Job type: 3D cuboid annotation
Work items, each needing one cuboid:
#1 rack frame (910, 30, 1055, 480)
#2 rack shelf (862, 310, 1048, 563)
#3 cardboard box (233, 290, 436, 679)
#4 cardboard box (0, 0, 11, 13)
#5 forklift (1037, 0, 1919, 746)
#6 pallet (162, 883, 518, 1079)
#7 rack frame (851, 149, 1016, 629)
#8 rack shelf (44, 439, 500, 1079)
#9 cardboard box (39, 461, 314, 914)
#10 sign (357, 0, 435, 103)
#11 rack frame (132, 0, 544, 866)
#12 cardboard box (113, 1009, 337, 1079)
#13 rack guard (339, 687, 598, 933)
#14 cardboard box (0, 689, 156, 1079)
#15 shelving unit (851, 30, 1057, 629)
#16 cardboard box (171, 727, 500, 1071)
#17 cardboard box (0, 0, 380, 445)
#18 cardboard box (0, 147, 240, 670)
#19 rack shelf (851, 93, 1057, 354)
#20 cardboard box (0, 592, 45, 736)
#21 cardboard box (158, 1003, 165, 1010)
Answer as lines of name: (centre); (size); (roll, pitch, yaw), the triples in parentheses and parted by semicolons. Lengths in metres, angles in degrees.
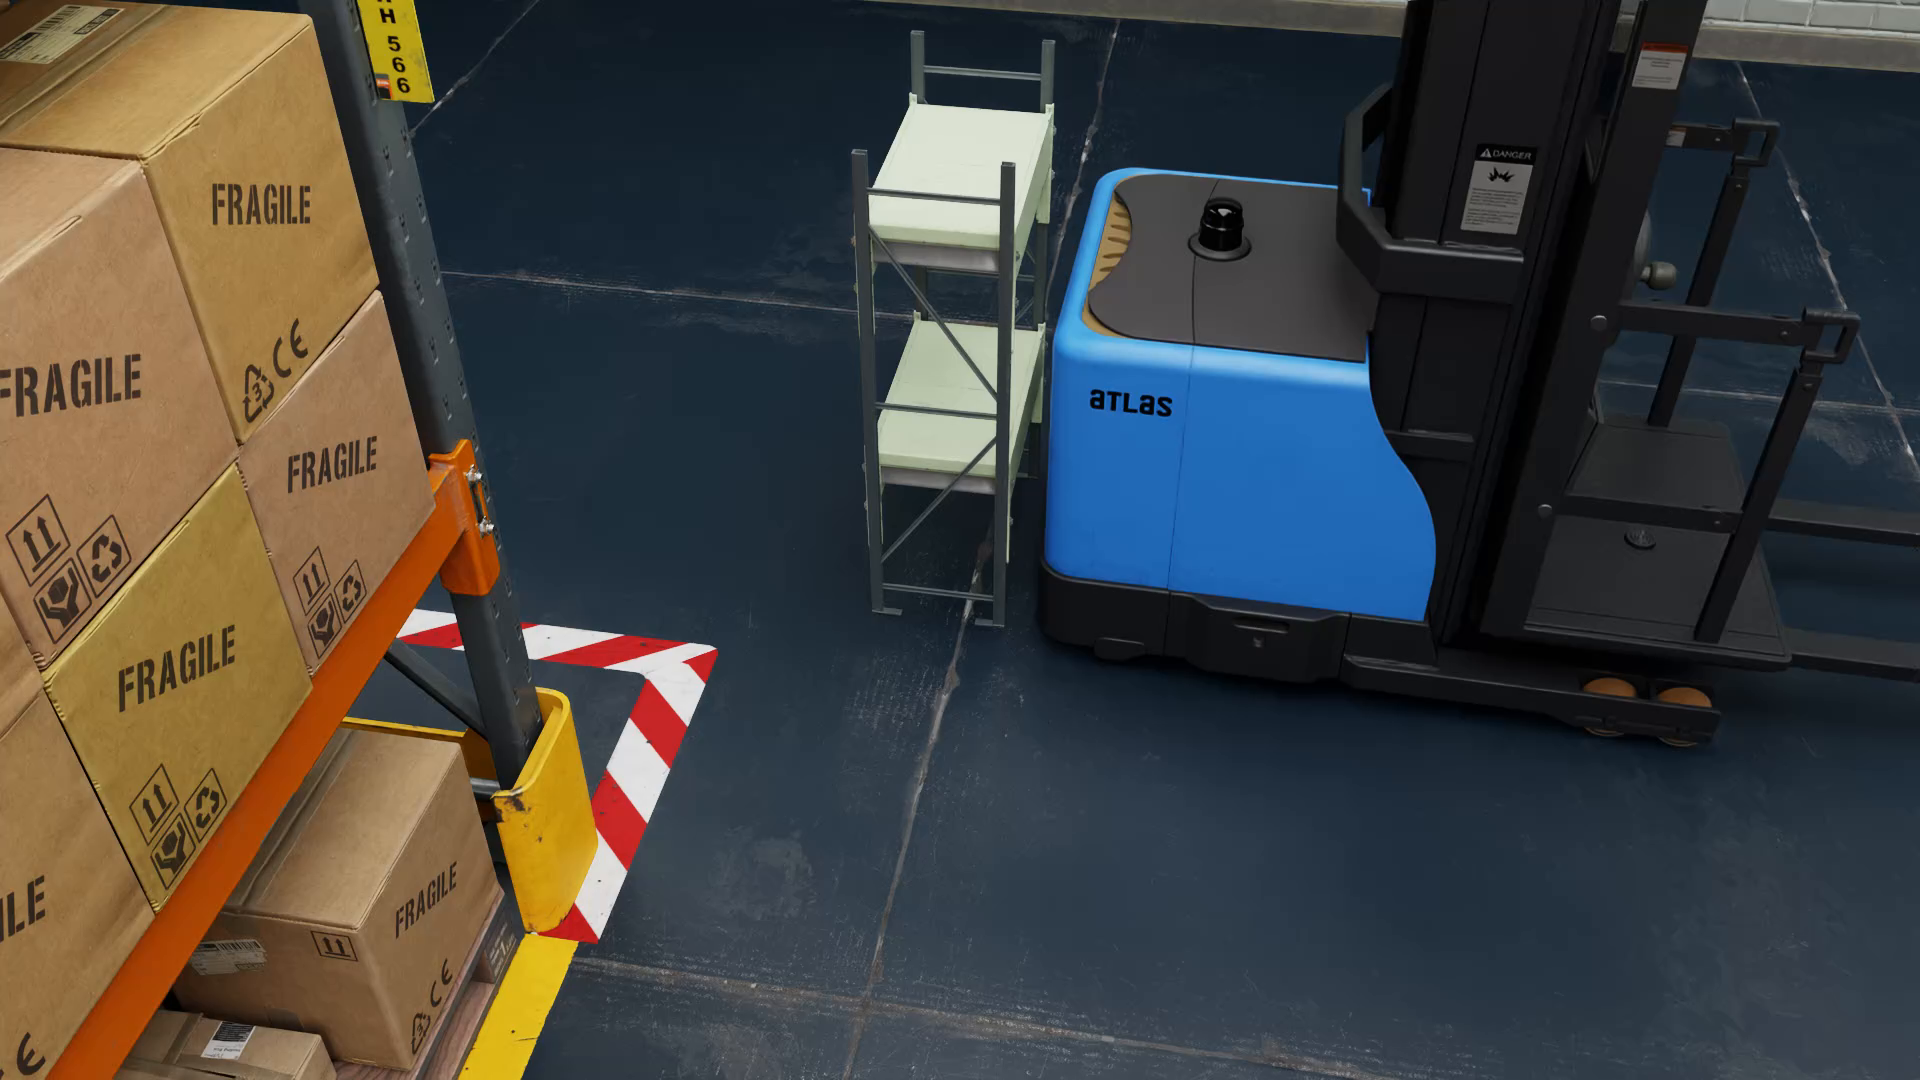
rack frame: (0.062, -0.804, 5.045); (0.400, 1.500, 0.023); (6, 40, 8)
rack shelf: (-0.001, -0.323, 4.975); (0.431, 0.370, 0.720); (6, 40, 8)
cardboard box: (-1.326, -0.133, 2.978); (0.500, 0.500, 0.500); (8, 40, 9)
cardboard box: (-1.853, -0.580, 2.734); (0.500, 0.500, 0.500); (8, 40, 9)
forklift: (1.794, -0.933, 4.079); (3.031, 2.935, 1.130); (7, 40, 8)
pallet: (-1.667, 1.218, 3.612); (1.003, 0.211, 1.213); (6, 40, 8)
rack frame: (-0.064, -0.344, 4.489); (0.400, 1.500, 0.023); (6, 40, 8)
rack shelf: (-1.863, 1.127, 2.097); (1.077, 0.370, 4.000); (6, 40, 8)
cardboard box: (-1.412, 0.193, 2.584); (0.500, 0.500, 0.500); (7, 40, 8)
sign: (-0.973, -0.900, 2.827); (0.100, 0.325, 0.005); (6, 40, 8)
rack frame: (-1.517, -0.405, 3.386); (1.000, 3.000, 0.127); (6, 40, 8)
cardboard box: (-1.527, 1.130, 3.408); (0.380, 0.166, 0.250); (6, 40, 8)
rack guard: (-1.530, 0.606, 4.125); (1.175, 0.500, 0.348); (6, 40, 8)
cardboard box: (-1.504, 0.506, 2.206); (0.500, 0.500, 0.500); (7, 40, 8)
shelving unit: (-0.001, -0.574, 4.767); (0.431, 1.500, 0.755); (6, 40, 8)
cardboard box: (-1.368, 0.757, 3.597); (0.500, 0.500, 0.500); (6, 40, 8)
cardboard box: (-1.323, -0.519, 2.661); (0.500, 0.500, 0.500); (6, 40, 7)
cardboard box: (-1.409, -0.202, 2.278); (0.500, 0.500, 0.500); (7, 40, 9)
rack shelf: (-0.001, -0.875, 4.518); (0.431, 0.370, 0.720); (6, 40, 8)
cardboard box: (-1.494, 0.124, 1.883); (0.500, 0.500, 0.500); (7, 40, 9)
cardboard box: (-1.977, 1.109, 3.368); (0.500, 0.250, 0.500); (6, 40, 8)
